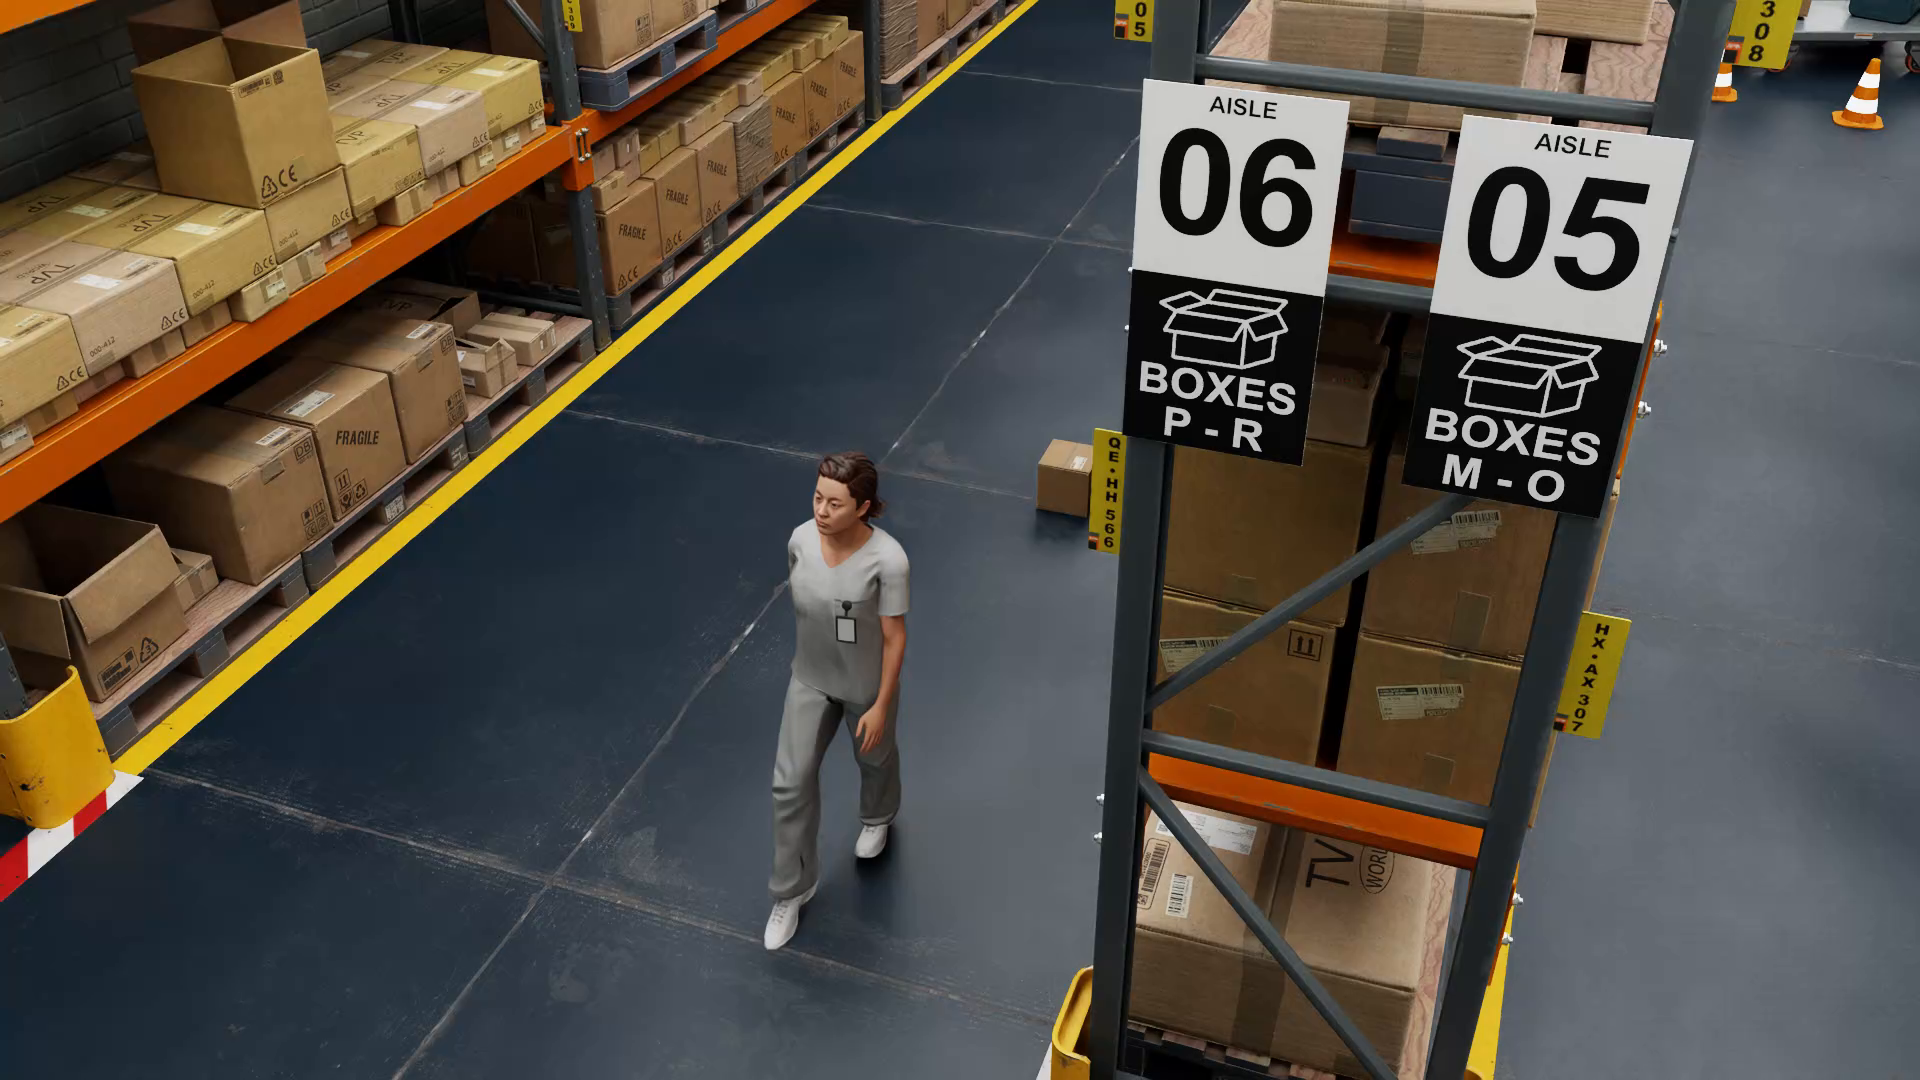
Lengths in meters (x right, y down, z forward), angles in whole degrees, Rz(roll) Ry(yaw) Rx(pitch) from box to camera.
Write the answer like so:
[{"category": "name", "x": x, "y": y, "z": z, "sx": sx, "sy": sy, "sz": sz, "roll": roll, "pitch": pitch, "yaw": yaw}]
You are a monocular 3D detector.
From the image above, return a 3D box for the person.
[{"category": "person", "x": -0.387, "y": 0.513, "z": 5.379, "sx": 0.446, "sy": 1.700, "sz": 0.756, "roll": 11, "pitch": 35, "yaw": 16}]
